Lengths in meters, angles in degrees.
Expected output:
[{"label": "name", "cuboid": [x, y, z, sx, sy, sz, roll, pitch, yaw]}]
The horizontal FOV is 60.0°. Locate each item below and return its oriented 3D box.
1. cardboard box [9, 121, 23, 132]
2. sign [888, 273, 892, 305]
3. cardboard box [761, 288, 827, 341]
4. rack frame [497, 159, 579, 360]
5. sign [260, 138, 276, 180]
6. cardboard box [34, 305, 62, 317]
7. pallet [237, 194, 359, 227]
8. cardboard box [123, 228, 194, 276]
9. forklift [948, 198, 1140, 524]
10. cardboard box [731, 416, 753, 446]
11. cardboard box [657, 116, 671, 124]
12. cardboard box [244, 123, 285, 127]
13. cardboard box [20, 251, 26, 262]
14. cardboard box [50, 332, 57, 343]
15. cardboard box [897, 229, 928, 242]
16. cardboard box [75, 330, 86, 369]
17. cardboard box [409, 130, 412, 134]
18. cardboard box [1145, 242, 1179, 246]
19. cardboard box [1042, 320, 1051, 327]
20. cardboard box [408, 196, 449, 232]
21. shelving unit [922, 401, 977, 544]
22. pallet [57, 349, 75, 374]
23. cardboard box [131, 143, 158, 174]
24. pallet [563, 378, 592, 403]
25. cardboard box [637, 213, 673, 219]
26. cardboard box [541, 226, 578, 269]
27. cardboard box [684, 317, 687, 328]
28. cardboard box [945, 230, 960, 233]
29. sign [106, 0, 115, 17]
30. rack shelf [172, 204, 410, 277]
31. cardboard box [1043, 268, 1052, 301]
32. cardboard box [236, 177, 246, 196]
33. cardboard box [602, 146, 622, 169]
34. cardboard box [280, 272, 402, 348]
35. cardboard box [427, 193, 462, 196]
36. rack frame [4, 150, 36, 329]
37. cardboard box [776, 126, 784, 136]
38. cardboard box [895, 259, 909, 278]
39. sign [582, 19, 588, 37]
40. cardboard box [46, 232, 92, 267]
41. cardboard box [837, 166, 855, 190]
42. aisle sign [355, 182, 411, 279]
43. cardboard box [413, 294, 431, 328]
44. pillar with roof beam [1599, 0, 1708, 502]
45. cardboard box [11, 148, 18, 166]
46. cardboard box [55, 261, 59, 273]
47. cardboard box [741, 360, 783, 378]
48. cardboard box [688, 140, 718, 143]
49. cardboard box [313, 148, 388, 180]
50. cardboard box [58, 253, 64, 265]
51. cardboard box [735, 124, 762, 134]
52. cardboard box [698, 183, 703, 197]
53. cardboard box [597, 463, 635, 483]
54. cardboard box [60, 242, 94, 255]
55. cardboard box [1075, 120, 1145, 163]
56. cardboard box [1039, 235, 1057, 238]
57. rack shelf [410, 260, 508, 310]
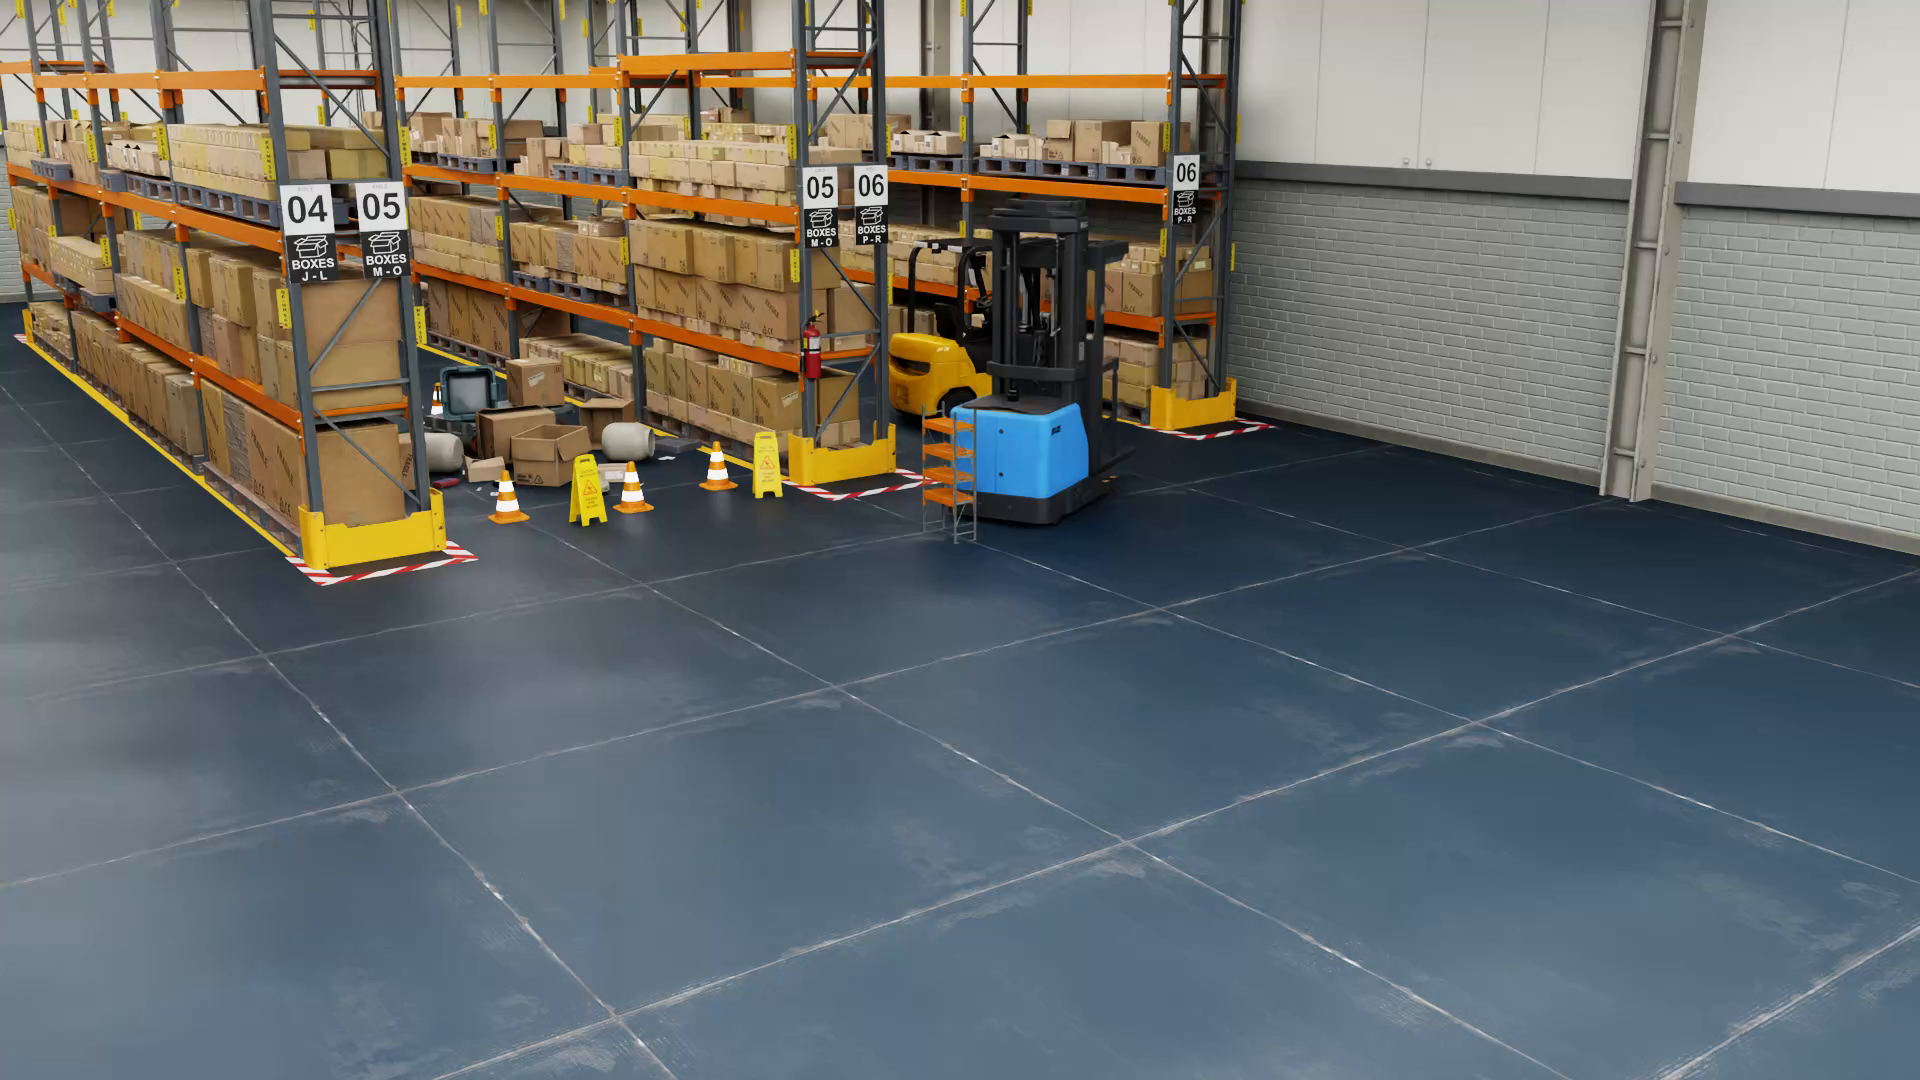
[{"label": "cardboard box", "cuboid": [-14.154, -6.260, 25.165, 0.380, 0.149, 0.250, -11, 19, -34]}, {"label": "sign", "cuboid": [-0.748, -2.610, 17.290, 0.100, 0.325, 0.005, -11, 19, -35]}, {"label": "cardboard box", "cuboid": [-1.728, -2.373, 17.312, 0.500, 0.500, 0.500, -11, 19, -36]}, {"label": "rack frame", "cuboid": [-5.890, -3.817, 23.338, 1.000, 3.000, 0.127, -11, 19, -35]}, {"label": "sign", "cuboid": [-5.578, -3.073, 13.412, 0.100, 0.325, 0.005, -11, 19, -35]}, {"label": "cardboard box", "cuboid": [-14.201, -3.571, 25.919, 0.380, 0.149, 0.250, -11, 19, -35]}, {"label": "pallet", "cuboid": [-5.576, -2.879, 14.399, 1.003, 0.211, 1.213, -11, 19, -35]}, {"label": "cardboard box", "cuboid": [-9.579, -3.460, 19.951, 0.700, 0.500, 0.500, -11, 19, -35]}, {"label": "forklift", "cuboid": [0.987, -1.902, 16.473, 1.130, 2.935, 3.031, 7, 17, 25]}, {"label": "cardboard box", "cuboid": [-2.178, -1.227, 18.291, 0.500, 0.250, 0.500, -11, 19, -34]}, {"label": "cardboard box", "cuboid": [-5.026, -7.378, 29.444, 0.500, 0.250, 0.500, -11, 19, -35]}, {"label": "cardboard box", "cuboid": [-6.862, -4.051, 16.493, 0.380, 0.149, 0.250, -11, 19, -35]}, {"label": "cardboard box", "cuboid": [-14.613, -4.494, 26.288, 0.380, 0.149, 0.250, -11, 19, -35]}, {"label": "cardboard box", "cuboid": [-13.569, -3.073, 25.225, 0.380, 0.149, 0.250, -11, 19, -35]}, {"label": "cardboard box", "cuboid": [-0.681, -4.402, 24.058, 0.380, 0.149, 0.250, -11, 19, -34]}, {"label": "cardboard box", "cuboid": [-11.967, -2.679, 23.121, 0.500, 0.500, 0.500, -10, 18, -32]}, {"label": "cardboard box", "cuboid": [-8.877, -6.390, 26.329, 0.396, 0.266, 0.258, -10, 18, -33]}, {"label": "cardboard box", "cuboid": [2.508, -3.604, 20.581, 0.380, 0.149, 0.250, -10, 18, -33]}, {"label": "cardboard box", "cuboid": [1.099, -2.725, 21.869, 0.500, 0.250, 0.500, -10, 18, -33]}, {"label": "cardboard box", "cuboid": [-8.216, -5.063, 25.808, 0.500, 0.500, 0.500, -11, 19, -34]}, {"label": "shelving unit", "cuboid": [-0.097, -0.614, 15.047, 0.258, 1.200, 0.503, -11, 19, -35]}, {"label": "pallet", "cuboid": [-12.610, -2.674, 24.445, 1.003, 0.211, 1.213, -11, 19, -35]}, {"label": "cardboard box", "cuboid": [-8.691, -4.167, 18.122, 0.500, 0.311, 0.500, -12, 19, -37]}, {"label": "pallet", "cuboid": [-4.719, -2.044, 22.145, 1.003, 0.211, 1.213, -11, 19, -35]}, {"label": "cardboard box", "cuboid": [-5.617, -5.907, 30.698, 0.500, 0.250, 0.500, -11, 19, -36]}, {"label": "cardboard box", "cuboid": [-5.183, -3.856, 21.935, 0.500, 0.500, 0.500, -10, 18, -34]}, {"label": "cardboard box", "cuboid": [-2.942, -2.516, 19.063, 0.380, 0.149, 0.250, -11, 19, -35]}, {"label": "cardboard box", "cuboid": [0.013, -4.373, 23.955, 0.380, 0.149, 0.250, -11, 19, -35]}, {"label": "sign", "cuboid": [-11.741, -7.389, 22.956, 0.100, 0.325, 0.005, -11, 19, -35]}, {"label": "rack shelf", "cuboid": [-6.307, -2.845, 15.470, 1.077, 0.370, 4.000, -11, 19, -35]}, {"label": "cardboard box", "cuboid": [1.421, -3.319, 21.332, 0.500, 0.500, 0.500, -11, 19, -34]}, {"label": "cardboard box", "cuboid": [-6.048, -3.076, 14.441, 0.380, 0.149, 0.250, -11, 19, -34]}, {"label": "cardboard box", "cuboid": [-3.999, -4.642, 20.160, 0.500, 0.250, 0.500, -11, 19, -36]}, {"label": "cardboard box", "cuboid": [-5.318, -1.997, 14.360, 0.875, 0.550, 0.550, -11, 19, -35]}, {"label": "cardboard box", "cuboid": [-8.326, -5.340, 26.823, 0.500, 0.500, 0.500, -11, 19, -34]}, {"label": "rack frame", "cuboid": [-14.539, -4.735, 26.694, 1.000, 3.000, 0.127, -11, 19, -35]}, {"label": "cardboard box", "cuboid": [-2.701, -6.508, 26.455, 0.380, 0.149, 0.250, -11, 19, -35]}, {"label": "cardboard box", "cuboid": [-0.601, -3.946, 24.094, 0.500, 0.250, 0.500, -11, 19, -34]}, {"label": "sign", "cuboid": [-7.020, -9.594, 31.164, 0.100, 0.325, 0.005, -11, 19, -35]}, {"label": "cardboard box", "cuboid": [-12.700, -4.132, 23.738, 0.500, 0.500, 0.500, -11, 19, -34]}, {"label": "cardboard box", "cuboid": [-1.267, -3.775, 17.225, 0.500, 0.250, 0.500, -11, 19, -36]}, {"label": "aisle sign", "cuboid": [-4.847, -2.604, 13.983, 0.394, 0.787, 0.004, -11, 19, -35]}, {"label": "cardboard box", "cuboid": [-8.524, -3.788, 27.293, 0.875, 0.438, 0.875, -11, 19, -35]}, {"label": "pillar with roof beam", "cuboid": [3.192, -4.112, 13.055, 9.100, 9.000, 0.400, -11, 19, -35]}, {"label": "cardboard box", "cuboid": [-14.175, -5.861, 25.409, 0.500, 0.250, 0.500, -10, 18, -33]}, {"label": "cardboard box", "cuboid": [-12.159, -3.748, 22.770, 0.380, 0.149, 0.250, -11, 18, -34]}, {"label": "cardboard box", "cuboid": [-2.139, -1.858, 17.945, 0.380, 0.149, 0.250, -10, 18, -33]}, {"label": "cardboard box", "cuboid": [-2.960, -4.595, 19.467, 0.380, 0.149, 0.250, -11, 19, -36]}, {"label": "cardboard box", "cuboid": [-5.207, -3.230, 14.249, 0.500, 0.250, 0.500, -11, 19, -35]}, {"label": "cardboard box", "cuboid": [-11.868, -3.785, 22.339, 0.380, 0.149, 0.250, -12, 19, -37]}, {"label": "cardboard box", "cuboid": [-3.455, -6.710, 27.156, 0.380, 0.149, 0.250, -11, 19, -34]}, {"label": "cardboard box", "cuboid": [-2.646, -3.853, 18.267, 0.380, 0.149, 0.250, -11, 19, -34]}, {"label": "cardboard box", "cuboid": [-3.591, -0.699, 17.350, 0.380, 0.149, 0.250, -2, 15, -6]}, {"label": "cardboard box", "cuboid": [-11.714, -3.872, 22.093, 0.380, 0.149, 0.250, -11, 19, -35]}, {"label": "cardboard box", "cuboid": [1.848, -4.916, 20.500, 0.700, 0.500, 0.500, -11, 19, -34]}, {"label": "cardboard box", "cuboid": [1.243, -3.861, 21.520, 0.380, 0.149, 0.250, -11, 19, -35]}, {"label": "rack shelf", "cuboid": [-7.066, -3.897, 24.994, 1.077, 0.370, 4.000, -11, 19, -35]}]
